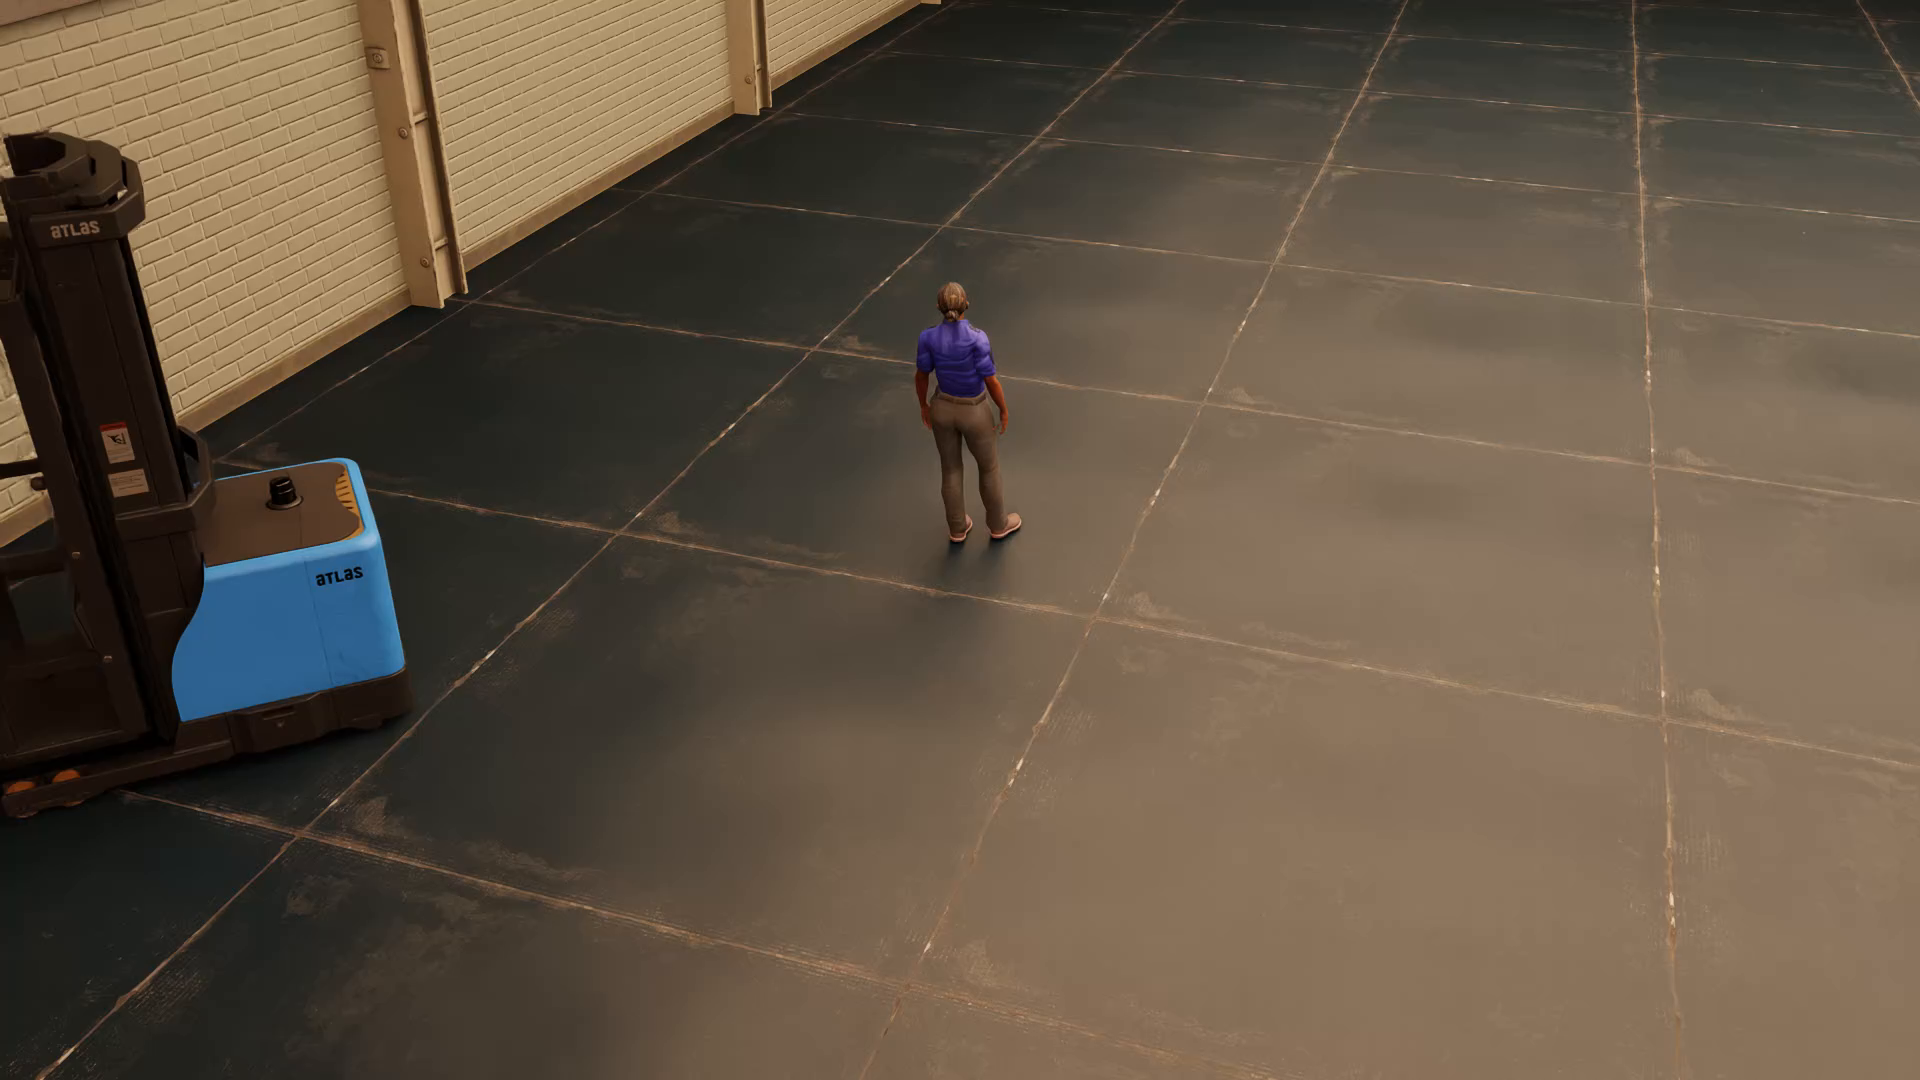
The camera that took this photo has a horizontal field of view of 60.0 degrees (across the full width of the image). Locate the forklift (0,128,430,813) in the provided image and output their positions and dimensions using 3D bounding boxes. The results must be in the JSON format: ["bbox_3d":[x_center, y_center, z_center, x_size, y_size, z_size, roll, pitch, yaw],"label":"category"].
[{"bbox_3d":[-4.273,-0.286,7.638,3.031,2.935,1.130,-13,32,-21],"label":"forklift"}]

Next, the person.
[{"bbox_3d":[0.047,-0.763,9.750,0.570,1.655,0.503,10,31,16],"label":"person"}]
